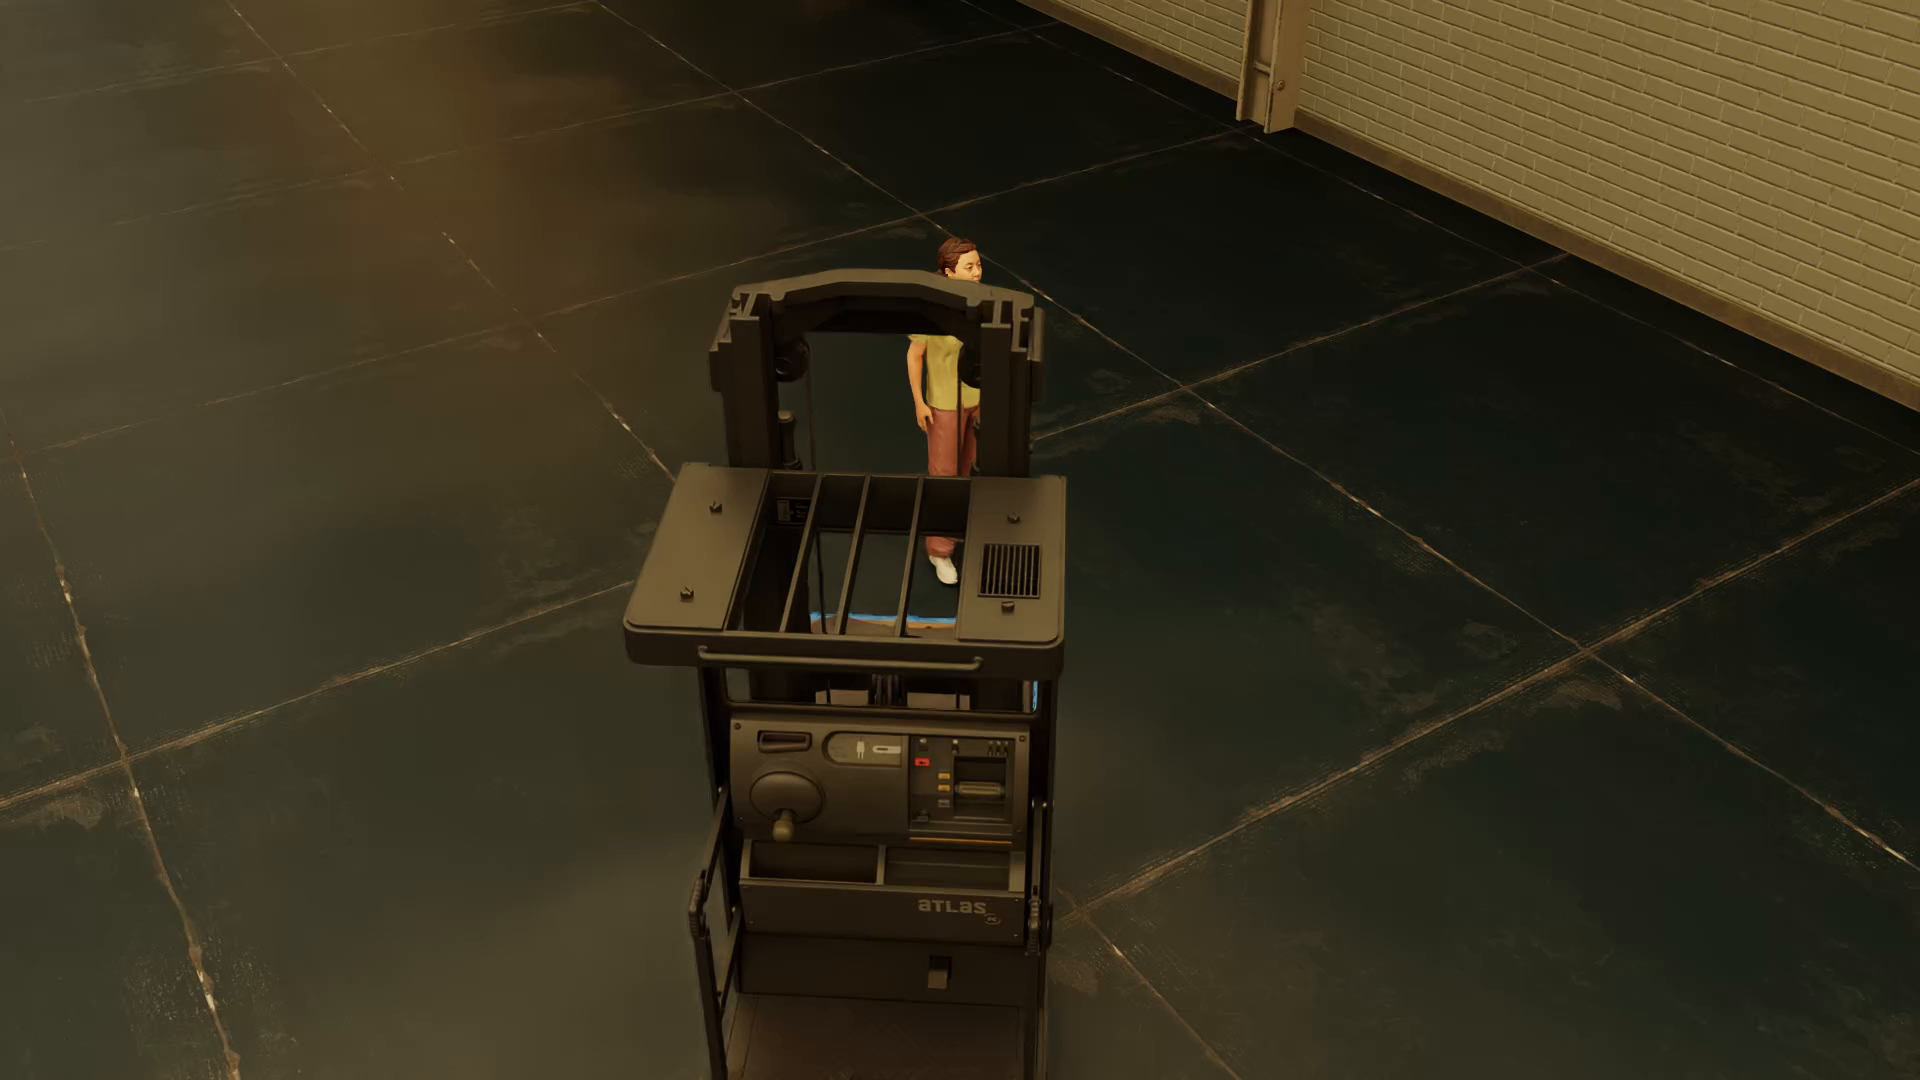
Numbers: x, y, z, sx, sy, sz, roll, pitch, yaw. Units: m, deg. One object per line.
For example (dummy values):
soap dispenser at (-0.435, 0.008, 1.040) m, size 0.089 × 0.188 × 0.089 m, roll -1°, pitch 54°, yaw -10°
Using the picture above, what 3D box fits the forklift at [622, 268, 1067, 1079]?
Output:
forklift at (-0.262, 0.814, 4.988) m, size 1.130 × 2.935 × 3.031 m, roll 2°, pitch 35°, yaw 3°

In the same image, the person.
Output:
person at (0.038, -0.640, 8.152) m, size 0.555 × 1.659 × 0.523 m, roll -21°, pitch 40°, yaw -27°
